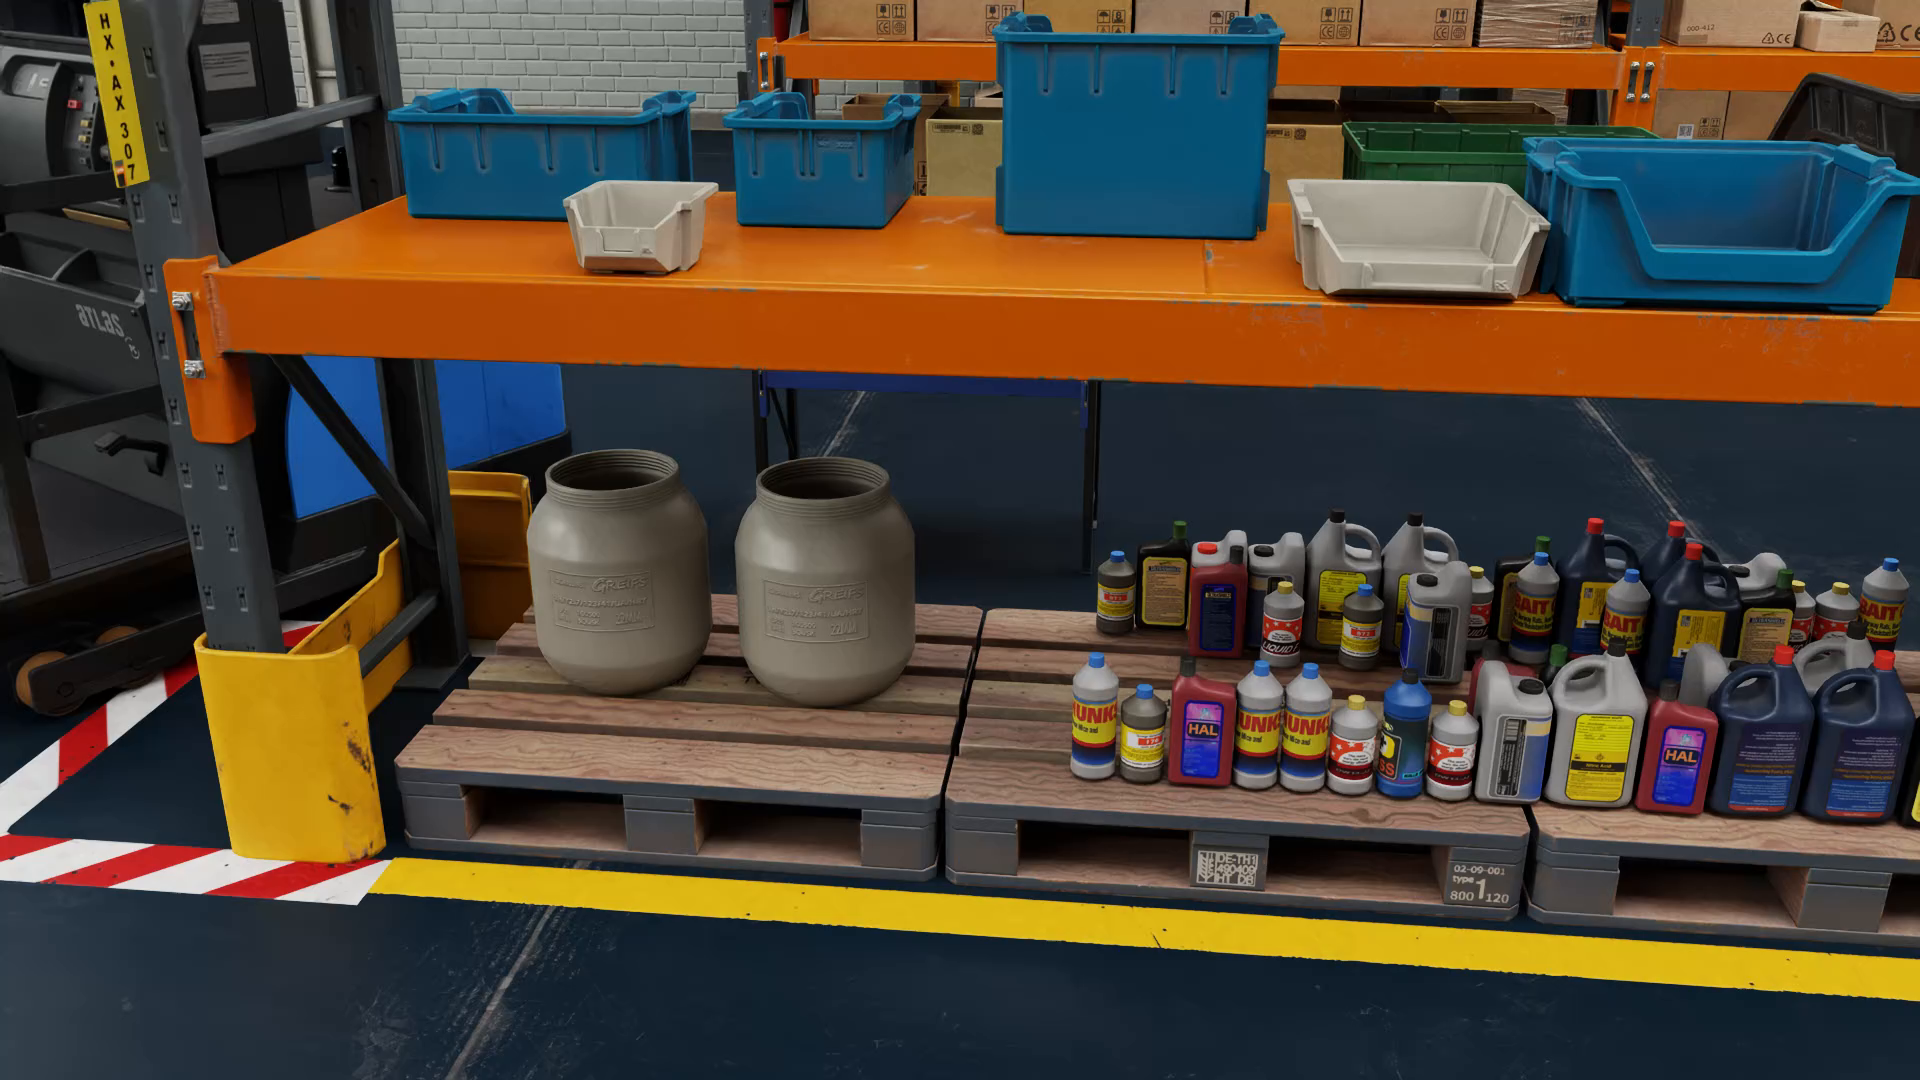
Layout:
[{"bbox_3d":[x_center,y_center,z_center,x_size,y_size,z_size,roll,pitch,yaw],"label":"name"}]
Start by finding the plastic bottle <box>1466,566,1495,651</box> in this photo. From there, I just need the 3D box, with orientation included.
[{"bbox_3d":[1.277,0.165,4.149,0.097,0.201,0.097,0,22,0],"label":"plastic bottle"}]

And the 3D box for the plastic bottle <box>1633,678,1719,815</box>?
[{"bbox_3d":[1.465,0.420,3.394,0.133,0.283,0.061,4,22,10],"label":"plastic bottle"}]

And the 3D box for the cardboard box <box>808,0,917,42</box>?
[{"bbox_3d":[-0.428,-2.719,8.101,0.500,0.500,0.700,3,22,6],"label":"cardboard box"}]

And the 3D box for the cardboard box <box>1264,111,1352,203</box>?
[{"bbox_3d":[1.604,-1.776,8.001,0.500,0.500,0.500,2,22,6],"label":"cardboard box"}]

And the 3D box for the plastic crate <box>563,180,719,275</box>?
[{"bbox_3d":[-0.625,-0.610,3.262,0.250,0.136,0.298,2,22,6],"label":"plastic crate"}]

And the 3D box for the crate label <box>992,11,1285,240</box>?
[{"bbox_3d":[0.383,-0.925,3.650,0.616,0.435,0.502,2,22,6],"label":"crate label"}]

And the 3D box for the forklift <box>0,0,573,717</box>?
[{"bbox_3d":[-2.571,-1.111,4.263,1.130,2.935,3.031,15,26,33],"label":"forklift"}]

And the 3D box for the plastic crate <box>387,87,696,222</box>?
[{"bbox_3d":[-0.944,-0.907,3.858,0.616,0.251,0.499,2,22,6],"label":"plastic crate"}]

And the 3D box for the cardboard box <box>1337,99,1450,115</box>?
[{"bbox_3d":[2.161,-1.943,8.423,0.500,0.500,0.500,2,22,6],"label":"cardboard box"}]

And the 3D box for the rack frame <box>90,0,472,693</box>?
[{"bbox_3d":[-1.476,-0.889,3.609,0.127,3.000,1.000,2,22,6],"label":"rack frame"}]

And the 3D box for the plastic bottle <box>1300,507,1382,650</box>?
[{"bbox_3d":[0.949,0.090,4.136,0.185,0.351,0.144,3,22,9],"label":"plastic bottle"}]

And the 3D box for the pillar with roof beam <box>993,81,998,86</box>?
[{"bbox_3d":[-0.020,-6.010,8.401,0.400,9.000,9.100,2,22,6],"label":"pillar with roof beam"}]

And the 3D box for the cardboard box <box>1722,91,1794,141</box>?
[{"bbox_3d":[5.918,-3.290,12.484,0.500,0.500,0.700,2,22,6],"label":"cardboard box"}]

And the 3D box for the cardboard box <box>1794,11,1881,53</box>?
[{"bbox_3d":[3.938,-2.294,7.505,0.250,0.149,0.380,2,22,6],"label":"cardboard box"}]

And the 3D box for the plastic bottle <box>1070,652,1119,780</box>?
[{"bbox_3d":[0.287,0.367,3.543,0.097,0.271,0.097,0,22,0],"label":"plastic bottle"}]

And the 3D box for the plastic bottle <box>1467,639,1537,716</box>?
[{"bbox_3d":[1.162,0.350,3.570,0.133,0.283,0.061,2,22,6],"label":"plastic bottle"}]

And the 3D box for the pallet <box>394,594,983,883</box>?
[{"bbox_3d":[-0.589,0.431,4.063,1.213,0.211,1.003,2,22,6],"label":"pallet"}]

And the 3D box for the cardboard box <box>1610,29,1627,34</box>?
[{"bbox_3d":[4.832,-3.680,12.451,0.500,0.250,0.500,2,22,5],"label":"cardboard box"}]

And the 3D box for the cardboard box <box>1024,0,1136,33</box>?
[{"bbox_3d":[0.587,-2.674,7.989,0.500,0.500,0.700,3,22,7],"label":"cardboard box"}]

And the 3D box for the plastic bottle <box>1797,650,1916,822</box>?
[{"bbox_3d":[1.822,0.389,3.381,0.185,0.351,0.144,2,22,5],"label":"plastic bottle"}]

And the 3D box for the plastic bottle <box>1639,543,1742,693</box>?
[{"bbox_3d":[1.726,0.178,3.915,0.185,0.351,0.144,2,22,6],"label":"plastic bottle"}]

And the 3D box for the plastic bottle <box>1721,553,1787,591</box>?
[{"bbox_3d":[1.907,0.168,4.041,0.135,0.276,0.152,3,22,8],"label":"plastic bottle"}]

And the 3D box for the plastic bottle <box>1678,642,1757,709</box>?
[{"bbox_3d":[1.624,0.360,3.556,0.135,0.276,0.152,2,22,6],"label":"plastic bottle"}]

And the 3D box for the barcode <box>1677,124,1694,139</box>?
[{"bbox_3d":[3.287,-1.850,7.535,0.075,0.075,0.001,2,22,6],"label":"barcode"}]

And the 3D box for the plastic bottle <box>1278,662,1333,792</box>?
[{"bbox_3d":[0.727,0.387,3.495,0.097,0.271,0.097,0,22,0],"label":"plastic bottle"}]

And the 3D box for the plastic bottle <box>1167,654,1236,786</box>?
[{"bbox_3d":[0.510,0.378,3.499,0.133,0.283,0.061,3,22,7],"label":"plastic bottle"}]

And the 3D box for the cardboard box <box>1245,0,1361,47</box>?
[{"bbox_3d":[1.619,-2.631,7.880,0.500,0.500,0.700,3,22,7],"label":"cardboard box"}]

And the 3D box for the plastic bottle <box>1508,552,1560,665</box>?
[{"bbox_3d":[1.405,0.161,4.065,0.097,0.271,0.097,0,22,0],"label":"plastic bottle"}]

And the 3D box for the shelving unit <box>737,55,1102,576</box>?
[{"bbox_3d":[-0.085,-0.701,5.173,1.048,1.500,0.538,2,22,6],"label":"shelving unit"}]

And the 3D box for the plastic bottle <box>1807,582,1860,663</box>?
[{"bbox_3d":[2.130,0.203,4.055,0.097,0.201,0.097,0,22,0],"label":"plastic bottle"}]

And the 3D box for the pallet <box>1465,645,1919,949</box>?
[{"bbox_3d":[1.834,0.537,3.796,1.213,0.211,1.003,2,22,6],"label":"pallet"}]

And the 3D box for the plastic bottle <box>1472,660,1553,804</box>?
[{"bbox_3d":[1.150,0.393,3.473,0.135,0.276,0.152,3,22,7],"label":"plastic bottle"}]

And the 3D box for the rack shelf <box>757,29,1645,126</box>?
[{"bbox_3d":[1.096,-2.276,8.096,4.000,0.370,1.077,2,22,6],"label":"rack shelf"}]

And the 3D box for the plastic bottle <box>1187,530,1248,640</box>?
[{"bbox_3d":[0.646,0.113,4.180,0.135,0.276,0.152,3,22,7],"label":"plastic bottle"}]

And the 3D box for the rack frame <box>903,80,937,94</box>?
[{"bbox_3d":[-0.310,-4.506,12.758,0.127,3.000,1.000,2,22,6],"label":"rack frame"}]

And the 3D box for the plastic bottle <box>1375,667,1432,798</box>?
[{"bbox_3d":[0.928,0.395,3.473,0.097,0.271,0.097,0,22,0],"label":"plastic bottle"}]

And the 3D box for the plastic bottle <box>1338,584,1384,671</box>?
[{"bbox_3d":[0.978,0.206,4.047,0.097,0.201,0.097,0,22,0],"label":"plastic bottle"}]

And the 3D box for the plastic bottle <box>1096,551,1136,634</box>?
[{"bbox_3d":[0.399,0.127,4.246,0.097,0.201,0.097,0,22,0],"label":"plastic bottle"}]

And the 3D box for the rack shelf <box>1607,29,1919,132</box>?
[{"bbox_3d":[5.069,-2.103,7.658,4.000,0.370,1.077,2,22,6],"label":"rack shelf"}]

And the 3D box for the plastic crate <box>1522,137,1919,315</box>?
[{"bbox_3d":[1.365,-0.596,3.069,0.616,0.251,0.499,2,22,6],"label":"plastic crate"}]

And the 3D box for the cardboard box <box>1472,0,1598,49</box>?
[{"bbox_3d":[2.641,-2.588,7.769,0.500,0.500,0.700,2,22,5],"label":"cardboard box"}]

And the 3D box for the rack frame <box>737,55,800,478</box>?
[{"bbox_3d":[-0.590,-0.723,5.229,0.032,1.500,0.500,2,22,6],"label":"rack frame"}]

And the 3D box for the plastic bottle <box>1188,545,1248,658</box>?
[{"bbox_3d":[0.634,0.149,4.080,0.133,0.283,0.061,2,22,6],"label":"plastic bottle"}]

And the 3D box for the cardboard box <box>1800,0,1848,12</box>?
[{"bbox_3d":[3.977,-2.491,7.843,0.258,0.266,0.396,2,22,5],"label":"cardboard box"}]

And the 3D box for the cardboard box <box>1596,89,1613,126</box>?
[{"bbox_3d":[4.914,-3.345,12.623,0.500,0.500,0.700,2,22,5],"label":"cardboard box"}]

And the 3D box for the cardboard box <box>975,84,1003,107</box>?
[{"bbox_3d":[0.366,-3.398,13.012,0.500,0.311,0.500,0,22,0],"label":"cardboard box"}]

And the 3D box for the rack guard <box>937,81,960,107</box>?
[{"bbox_3d":[-0.235,-3.340,13.209,0.348,0.500,1.175,2,22,6],"label":"rack guard"}]

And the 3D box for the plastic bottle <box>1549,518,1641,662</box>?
[{"bbox_3d":[1.556,0.117,4.069,0.185,0.351,0.144,2,22,4],"label":"plastic bottle"}]

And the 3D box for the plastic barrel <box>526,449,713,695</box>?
[{"bbox_3d":[-0.814,0.073,3.987,0.421,0.512,0.421,0,22,0],"label":"plastic barrel"}]

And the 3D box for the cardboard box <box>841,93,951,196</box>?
[{"bbox_3d":[-0.322,-2.048,8.689,0.500,0.500,0.500,2,22,6],"label":"cardboard box"}]
